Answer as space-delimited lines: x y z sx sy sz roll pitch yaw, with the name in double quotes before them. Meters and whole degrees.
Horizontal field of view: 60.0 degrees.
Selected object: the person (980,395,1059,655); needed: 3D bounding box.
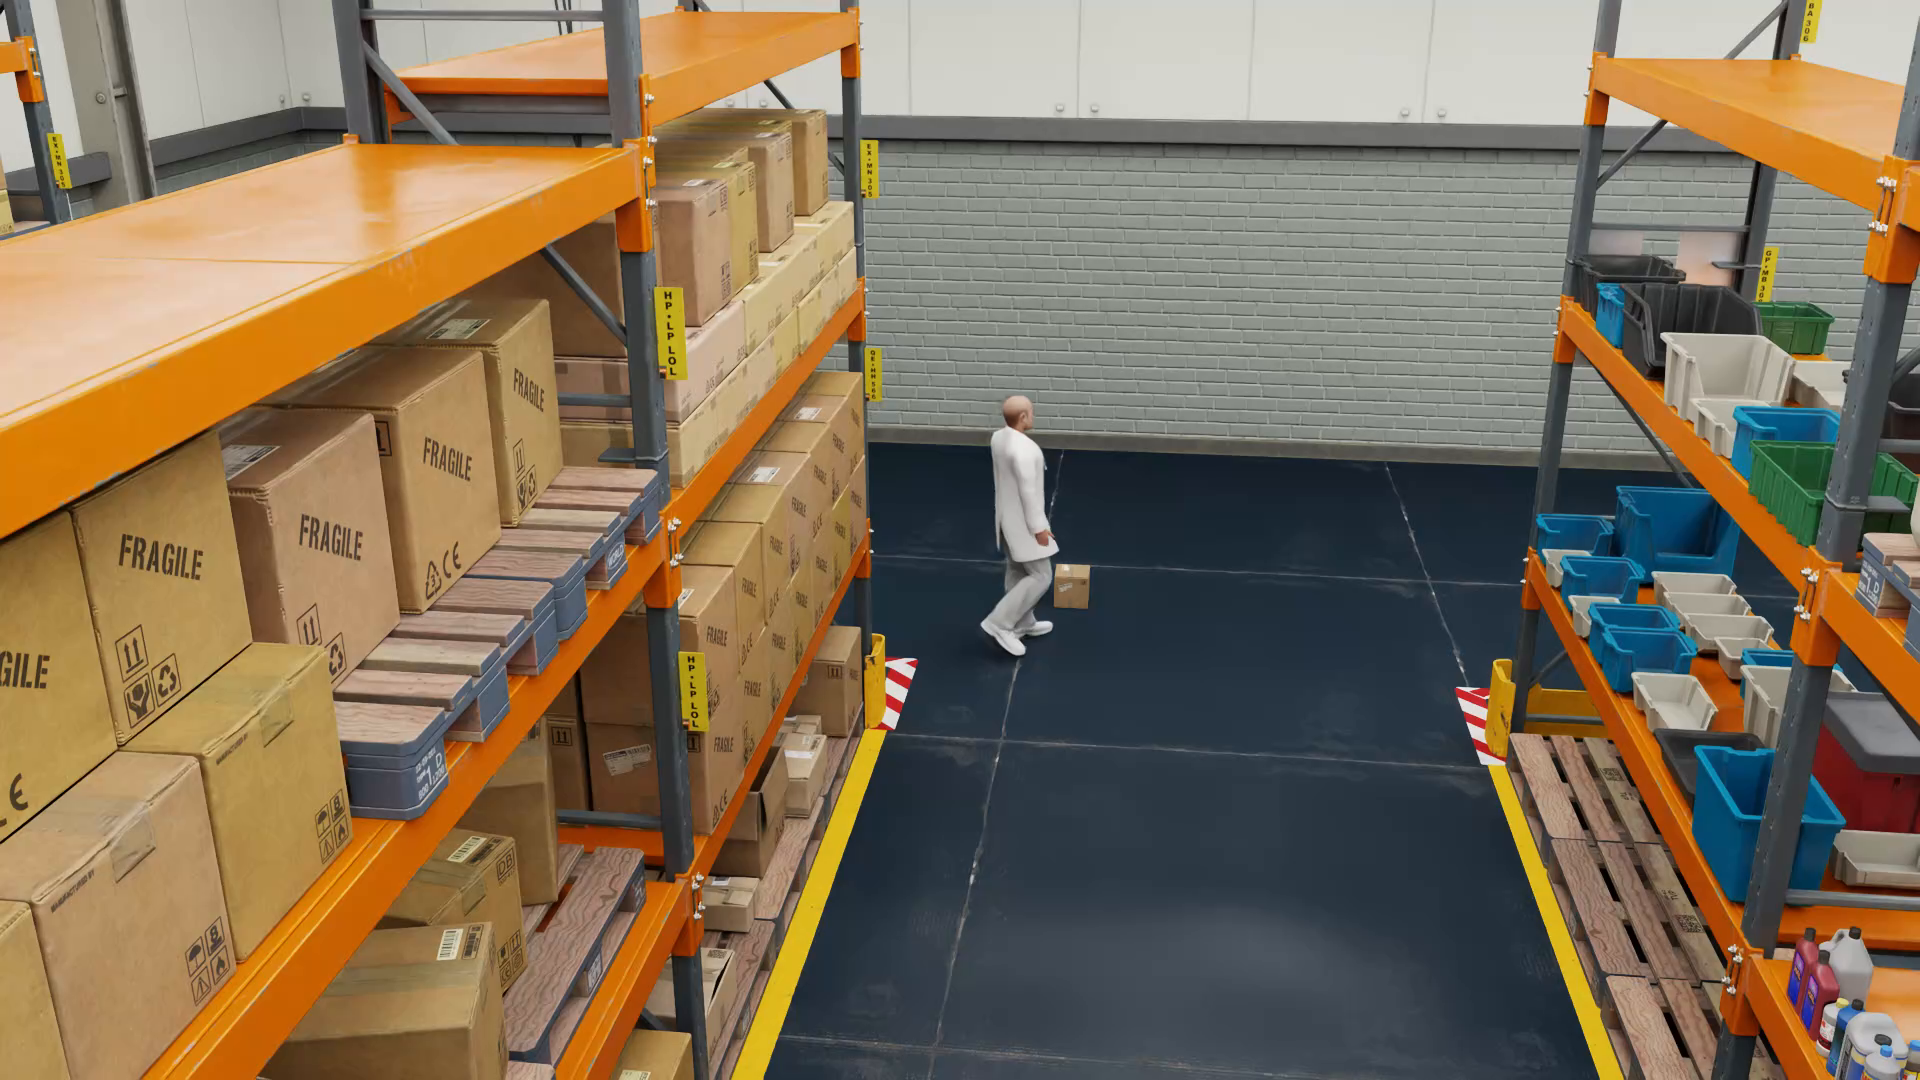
"person" 0.401 -0.128 11.409 0.602 1.778 0.622 -7 22 -17
